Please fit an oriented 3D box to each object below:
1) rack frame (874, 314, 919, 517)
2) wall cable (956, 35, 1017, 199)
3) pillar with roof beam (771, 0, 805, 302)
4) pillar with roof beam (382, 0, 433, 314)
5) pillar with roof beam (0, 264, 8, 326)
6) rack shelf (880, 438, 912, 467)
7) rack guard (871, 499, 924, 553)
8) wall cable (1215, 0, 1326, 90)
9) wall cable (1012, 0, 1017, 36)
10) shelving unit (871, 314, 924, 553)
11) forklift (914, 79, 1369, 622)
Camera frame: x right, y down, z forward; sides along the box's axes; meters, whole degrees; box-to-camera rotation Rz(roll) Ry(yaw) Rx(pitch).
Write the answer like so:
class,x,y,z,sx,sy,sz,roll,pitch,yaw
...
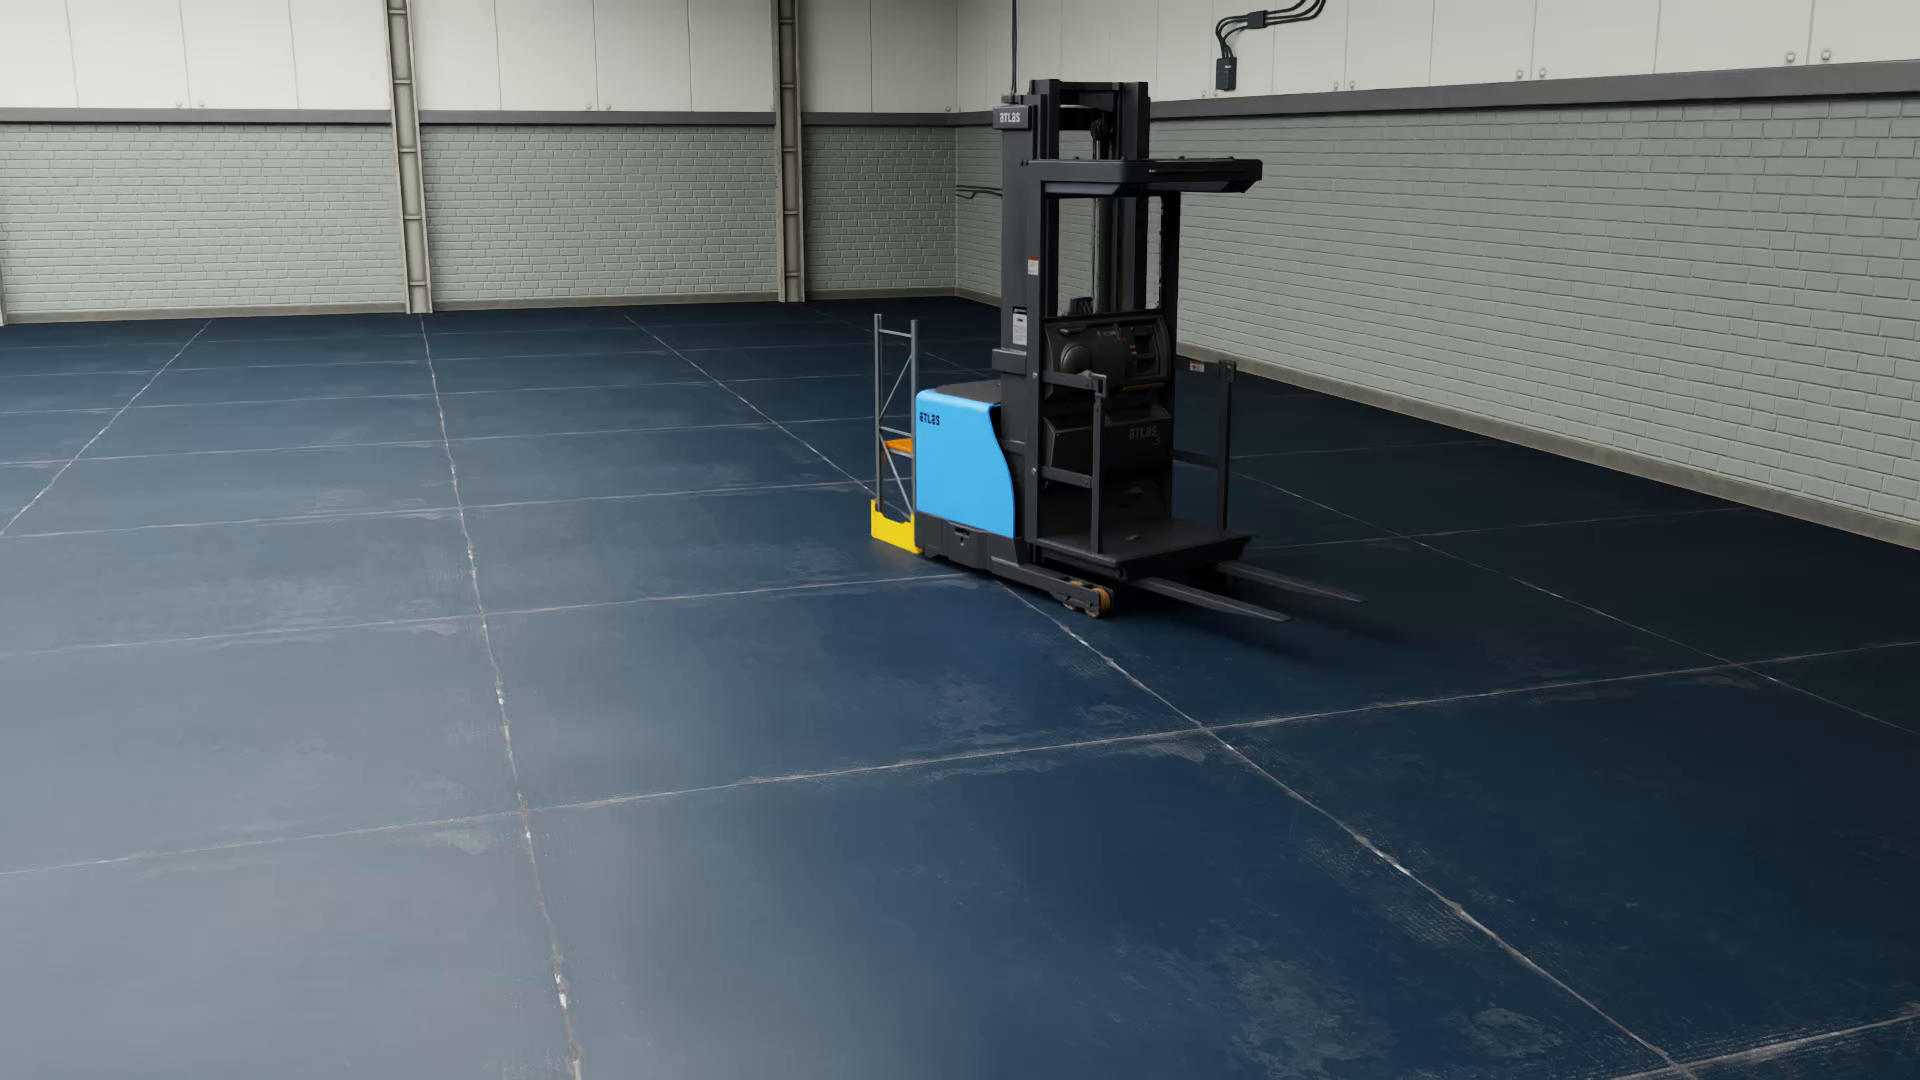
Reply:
class,x,y,z,sx,sy,sz,roll,pitch,yaw
rack frame,-0.411,-0.705,10.866,0.032,1.500,0.500,-9,16,-32
wall cable,0.364,-6.835,27.142,0.112,2.526,3.097,-4,14,-18
pillar with roof beam,-1.477,-7.474,23.119,0.400,9.000,9.100,-4,14,-18
pillar with roof beam,-7.163,-7.031,21.257,0.400,9.000,9.100,-4,14,-18
pillar with roof beam,-12.850,-6.589,19.395,0.400,9.000,9.100,-4,14,-18
rack shelf,0.013,-0.595,11.180,1.000,0.185,0.538,-9,16,-32
rack guard,-0.410,-0.097,11.011,0.087,0.250,0.587,-9,16,-32
wall cable,3.377,-7.917,17.631,0.169,6.003,2.305,-4,14,-18
wall cable,1.227,-8.699,24.064,0.112,2.526,3.097,-4,14,-18
shelving unit,0.005,-0.769,11.134,1.083,1.500,0.587,-9,16,-32
forklift,0.996,-1.122,9.527,1.130,2.935,3.031,-10,17,-36
